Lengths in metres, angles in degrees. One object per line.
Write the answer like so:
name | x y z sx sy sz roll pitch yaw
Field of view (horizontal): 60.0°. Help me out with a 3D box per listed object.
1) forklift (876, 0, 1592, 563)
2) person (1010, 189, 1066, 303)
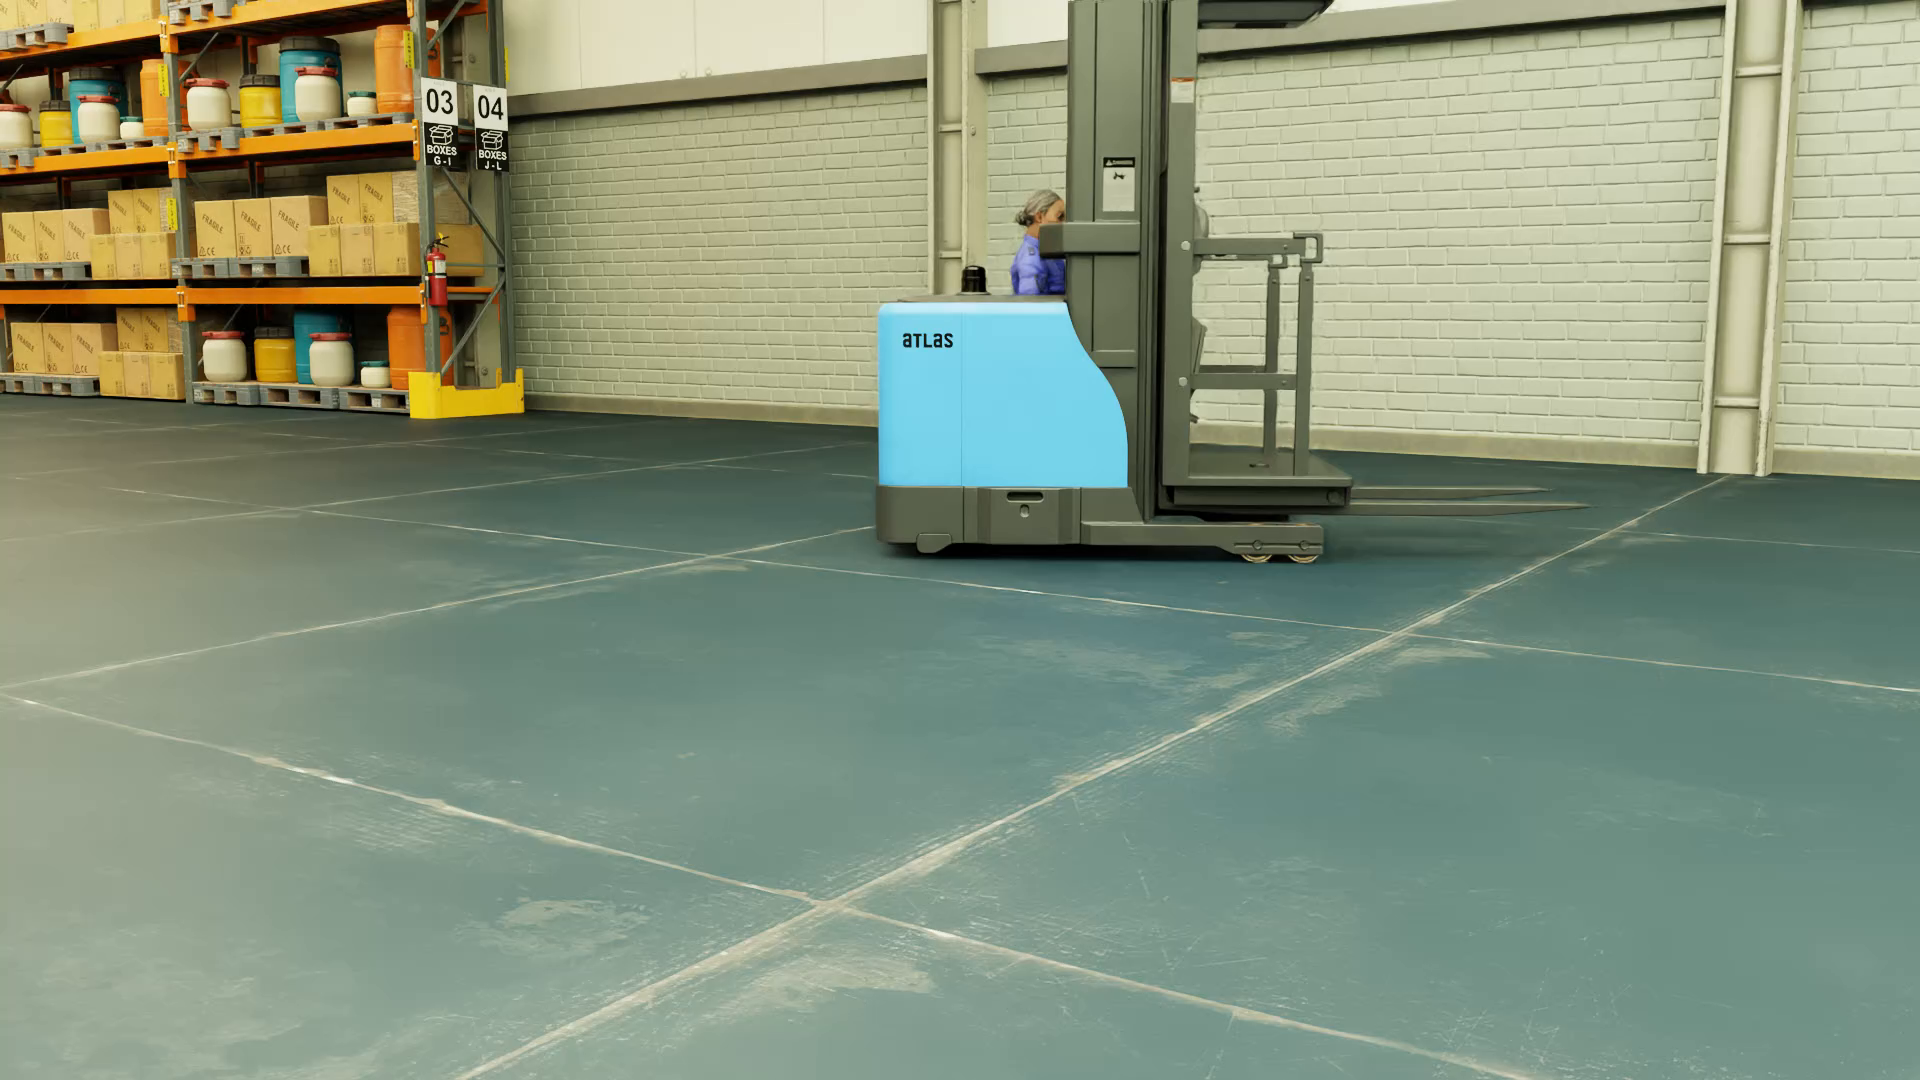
forklift | 1.177 -1.431 7.258 3.031 2.935 1.130 0 8 3
person | 0.543 -0.906 7.771 0.676 1.463 0.711 4 9 25
